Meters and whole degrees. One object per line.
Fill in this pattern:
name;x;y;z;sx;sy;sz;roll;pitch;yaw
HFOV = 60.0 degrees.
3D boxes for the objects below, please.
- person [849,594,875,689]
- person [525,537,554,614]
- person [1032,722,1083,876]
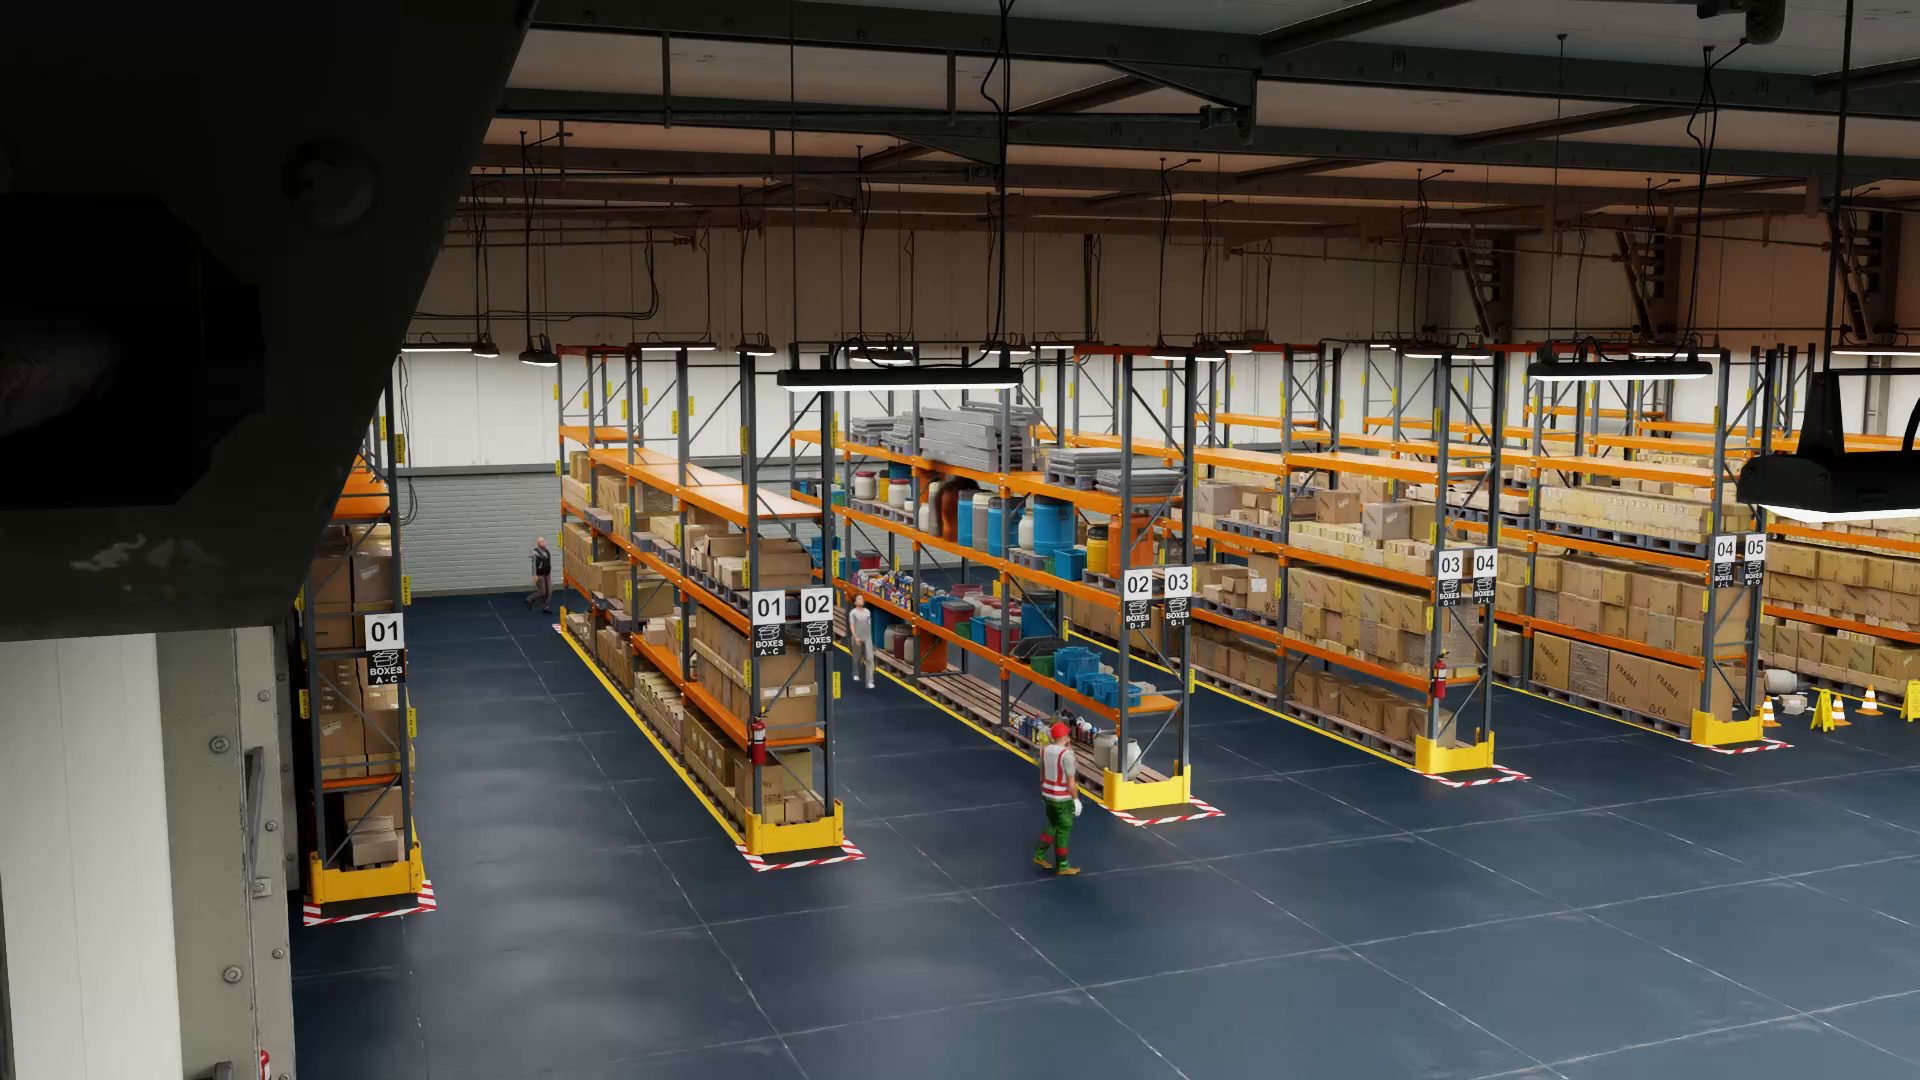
person;-1.718;1.746;28.969;0.437;1.610;0.970;-2;8;-15
person;-9.323;0.783;36.947;0.632;1.698;0.546;2;8;18
person;1.158;3.005;19.330;0.424;1.802;0.640;-5;9;-36
